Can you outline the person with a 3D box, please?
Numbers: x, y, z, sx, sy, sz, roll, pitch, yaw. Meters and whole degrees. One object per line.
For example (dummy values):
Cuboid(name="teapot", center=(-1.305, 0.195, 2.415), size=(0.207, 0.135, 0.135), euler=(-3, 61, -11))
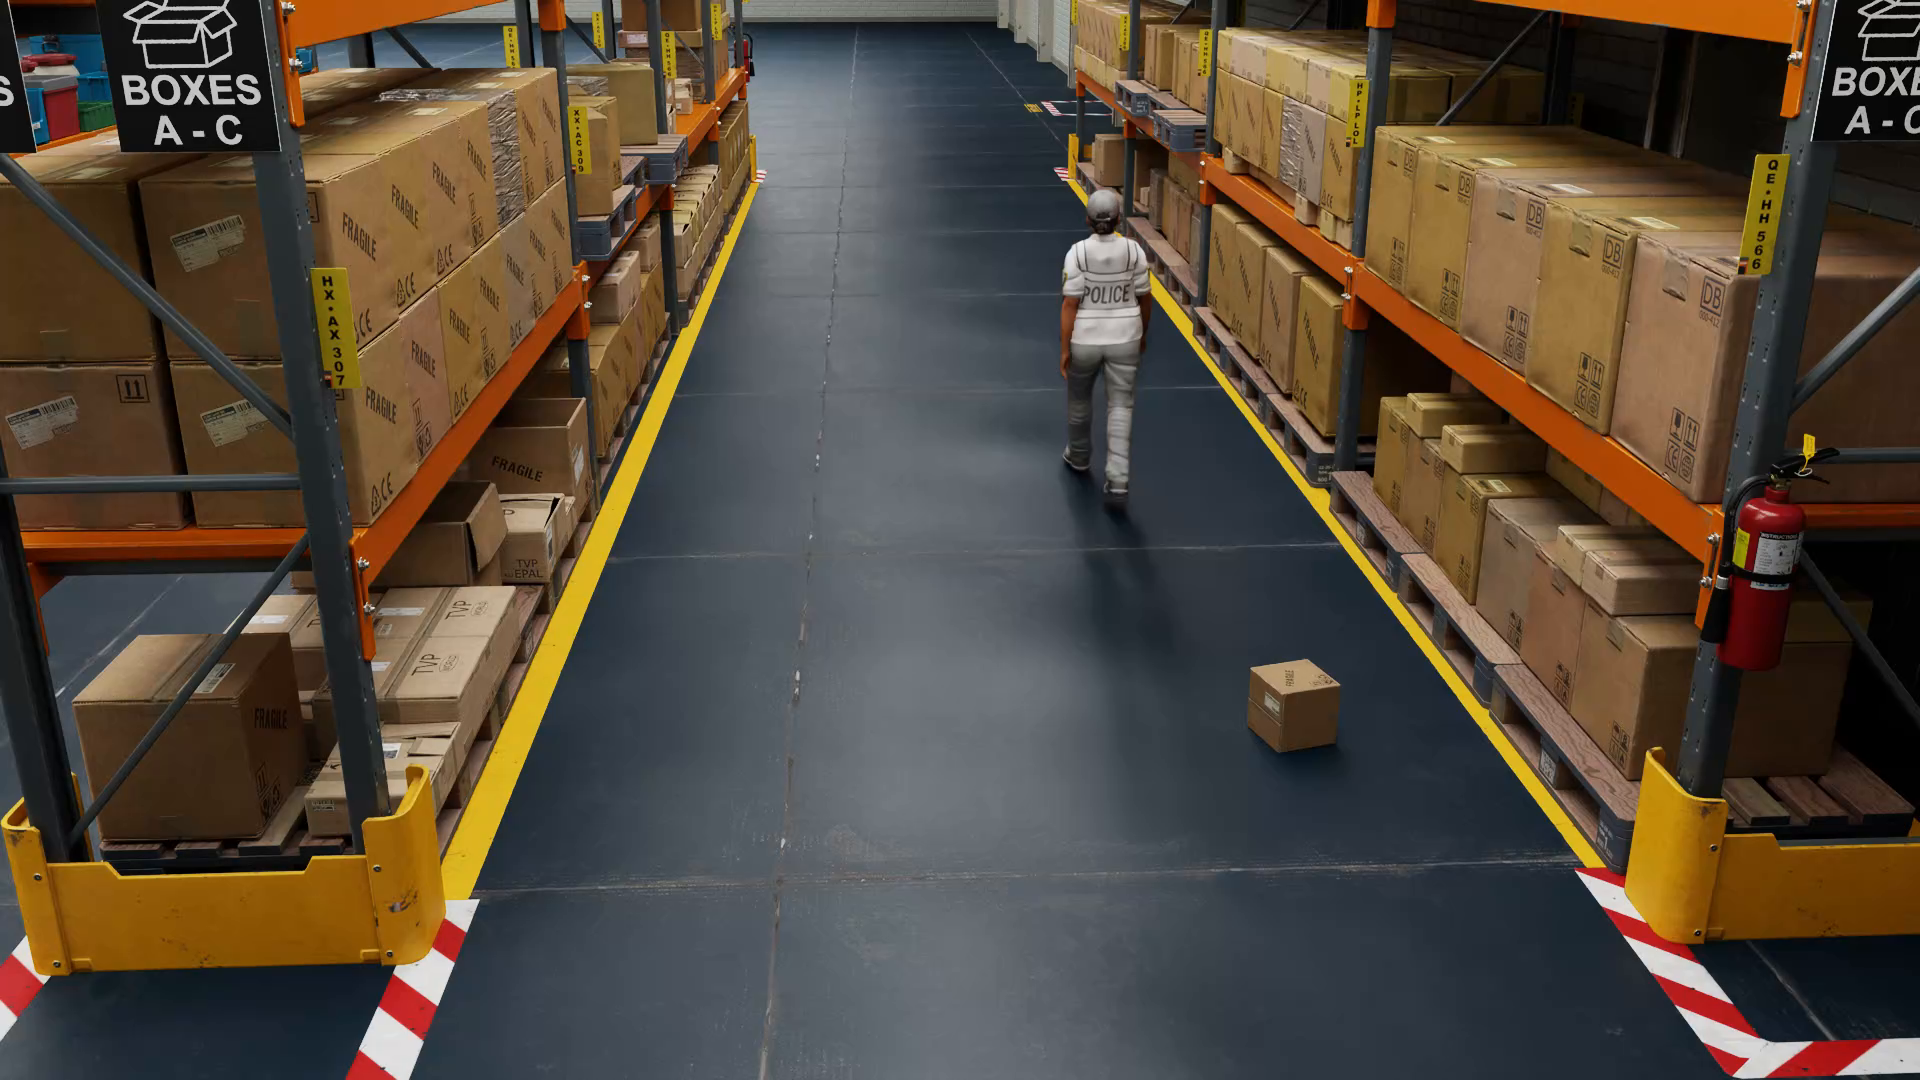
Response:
Cuboid(name="person", center=(0.776, -1.073, 8.935), size=(0.497, 1.613, 0.990), euler=(0, 21, 0))
